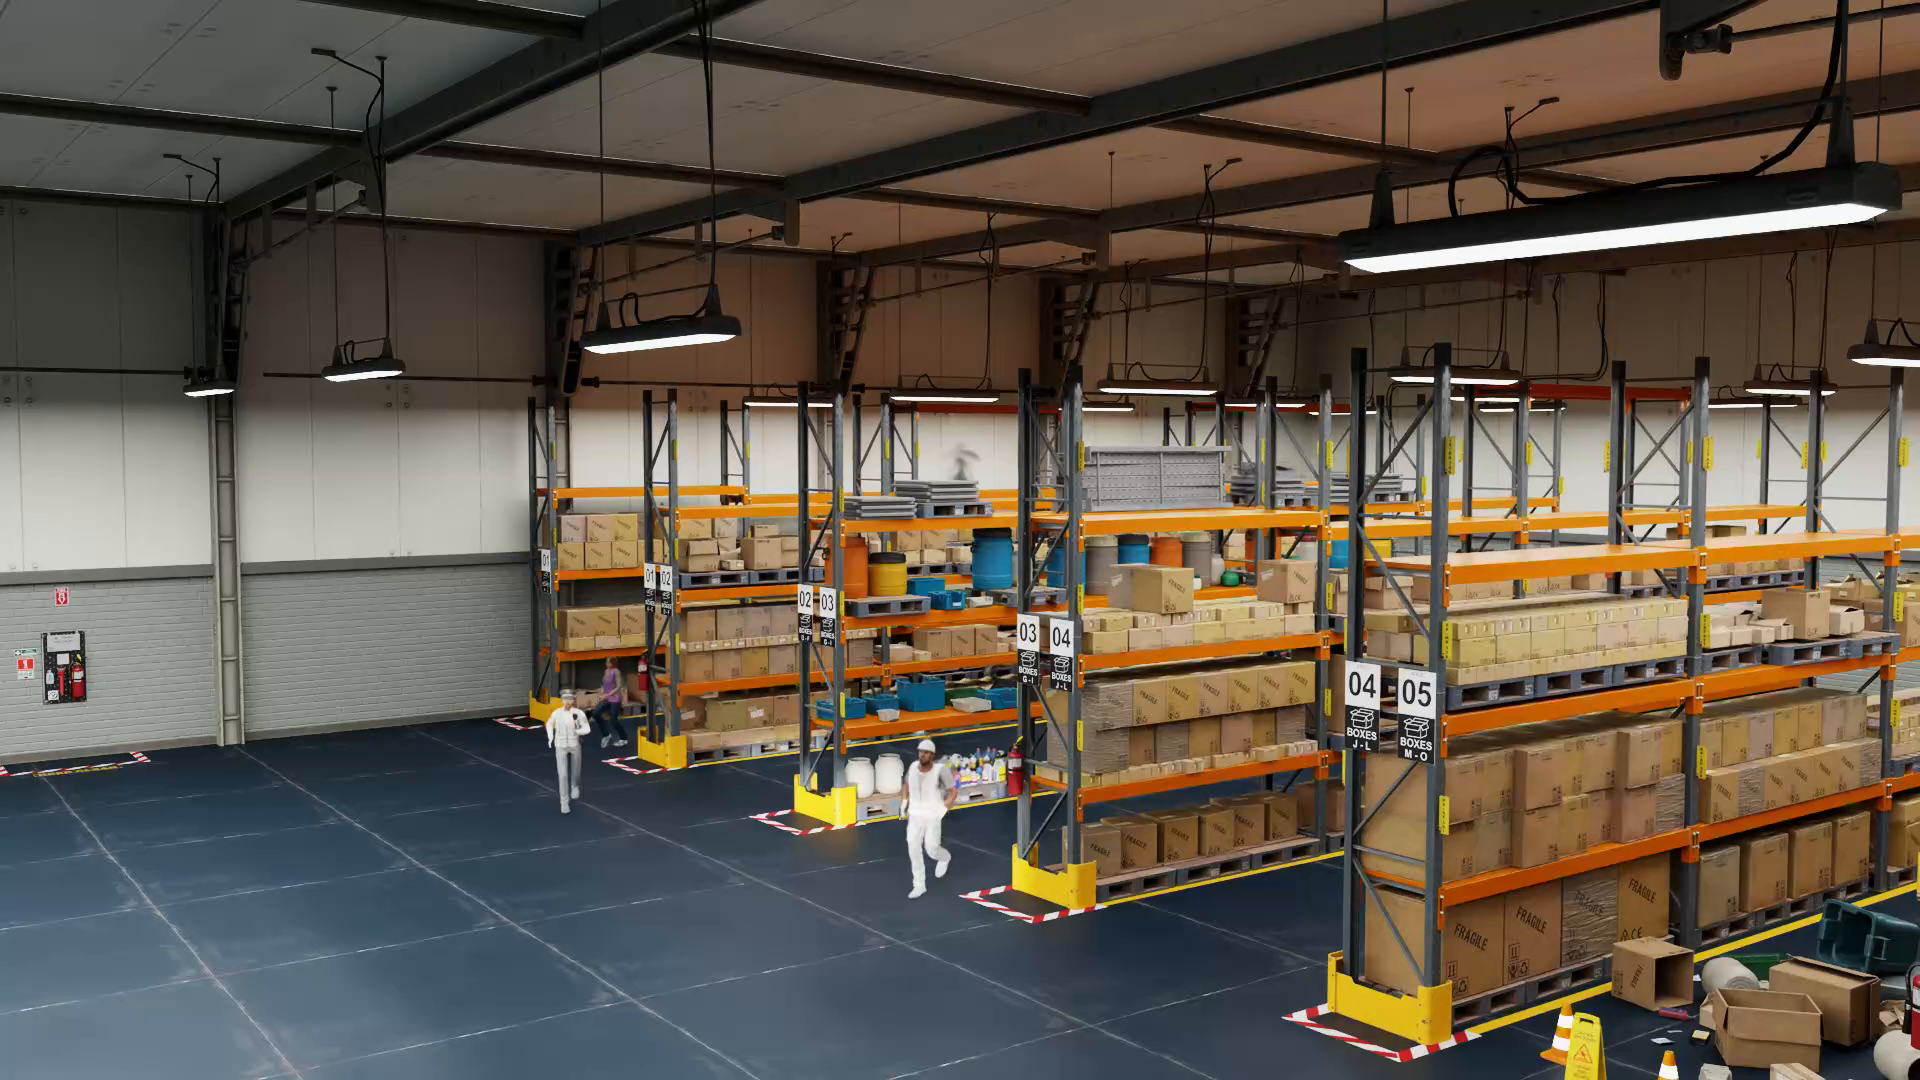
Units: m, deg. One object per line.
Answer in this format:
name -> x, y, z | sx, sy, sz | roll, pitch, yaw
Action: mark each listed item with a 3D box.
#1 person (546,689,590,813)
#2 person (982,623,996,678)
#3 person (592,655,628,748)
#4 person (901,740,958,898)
person -> -5.508, 2.921, 23.381 | 0.617, 1.675, 0.914 | -1, 3, -12
person -> 0.583, 2.447, 32.599 | 0.700, 1.615, 0.522 | -3, 4, -39
person -> -5.875, 2.717, 28.033 | 0.613, 1.580, 0.549 | -3, 5, -42
person -> -0.361, 3.167, 19.145 | 0.708, 1.768, 0.817 | 1, 4, 22
